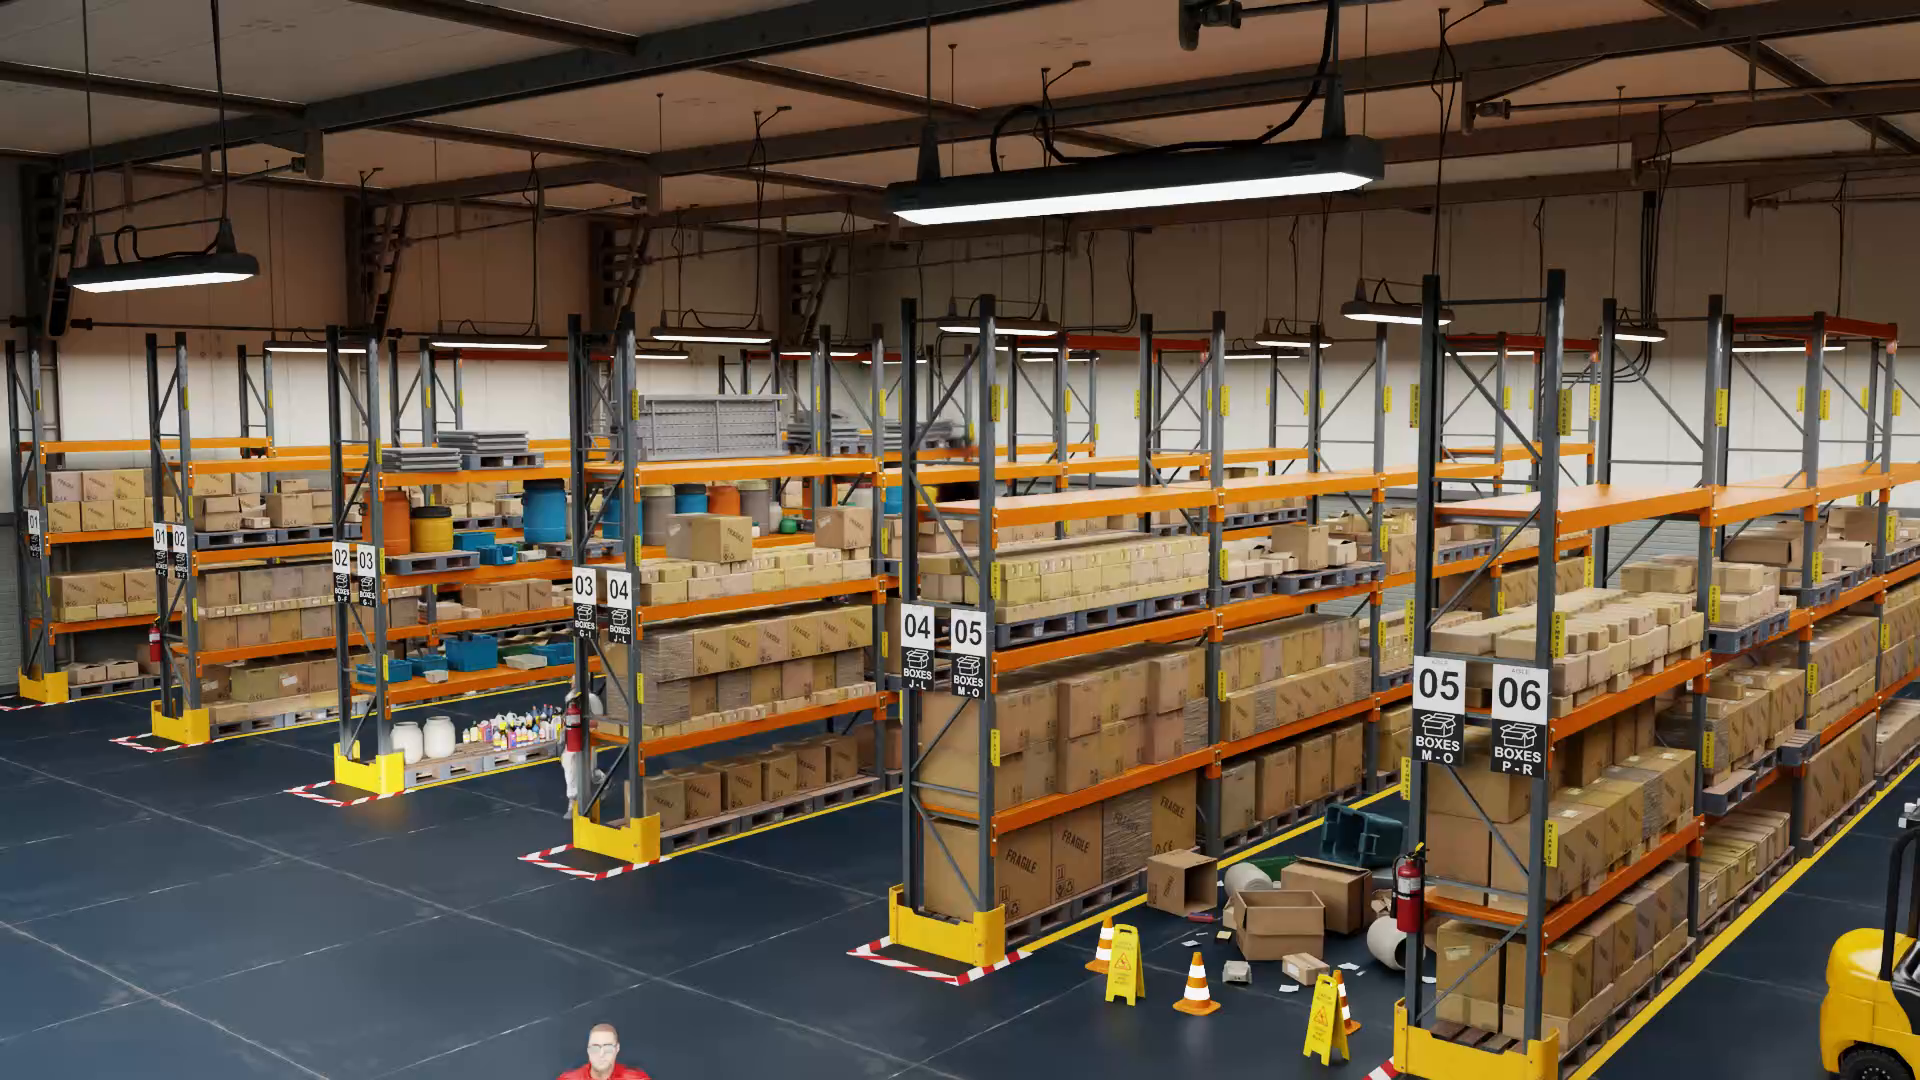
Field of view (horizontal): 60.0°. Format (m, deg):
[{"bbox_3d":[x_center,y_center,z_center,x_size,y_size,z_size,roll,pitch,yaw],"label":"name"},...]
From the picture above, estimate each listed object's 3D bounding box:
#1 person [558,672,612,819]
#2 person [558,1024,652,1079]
[{"bbox_3d":[-4.580,2.451,20.220,0.660,1.769,0.907,2,6,22],"label":"person"},{"bbox_3d":[-1.951,3.490,9.116,0.674,1.696,0.921,-1,5,-9],"label":"person"}]
